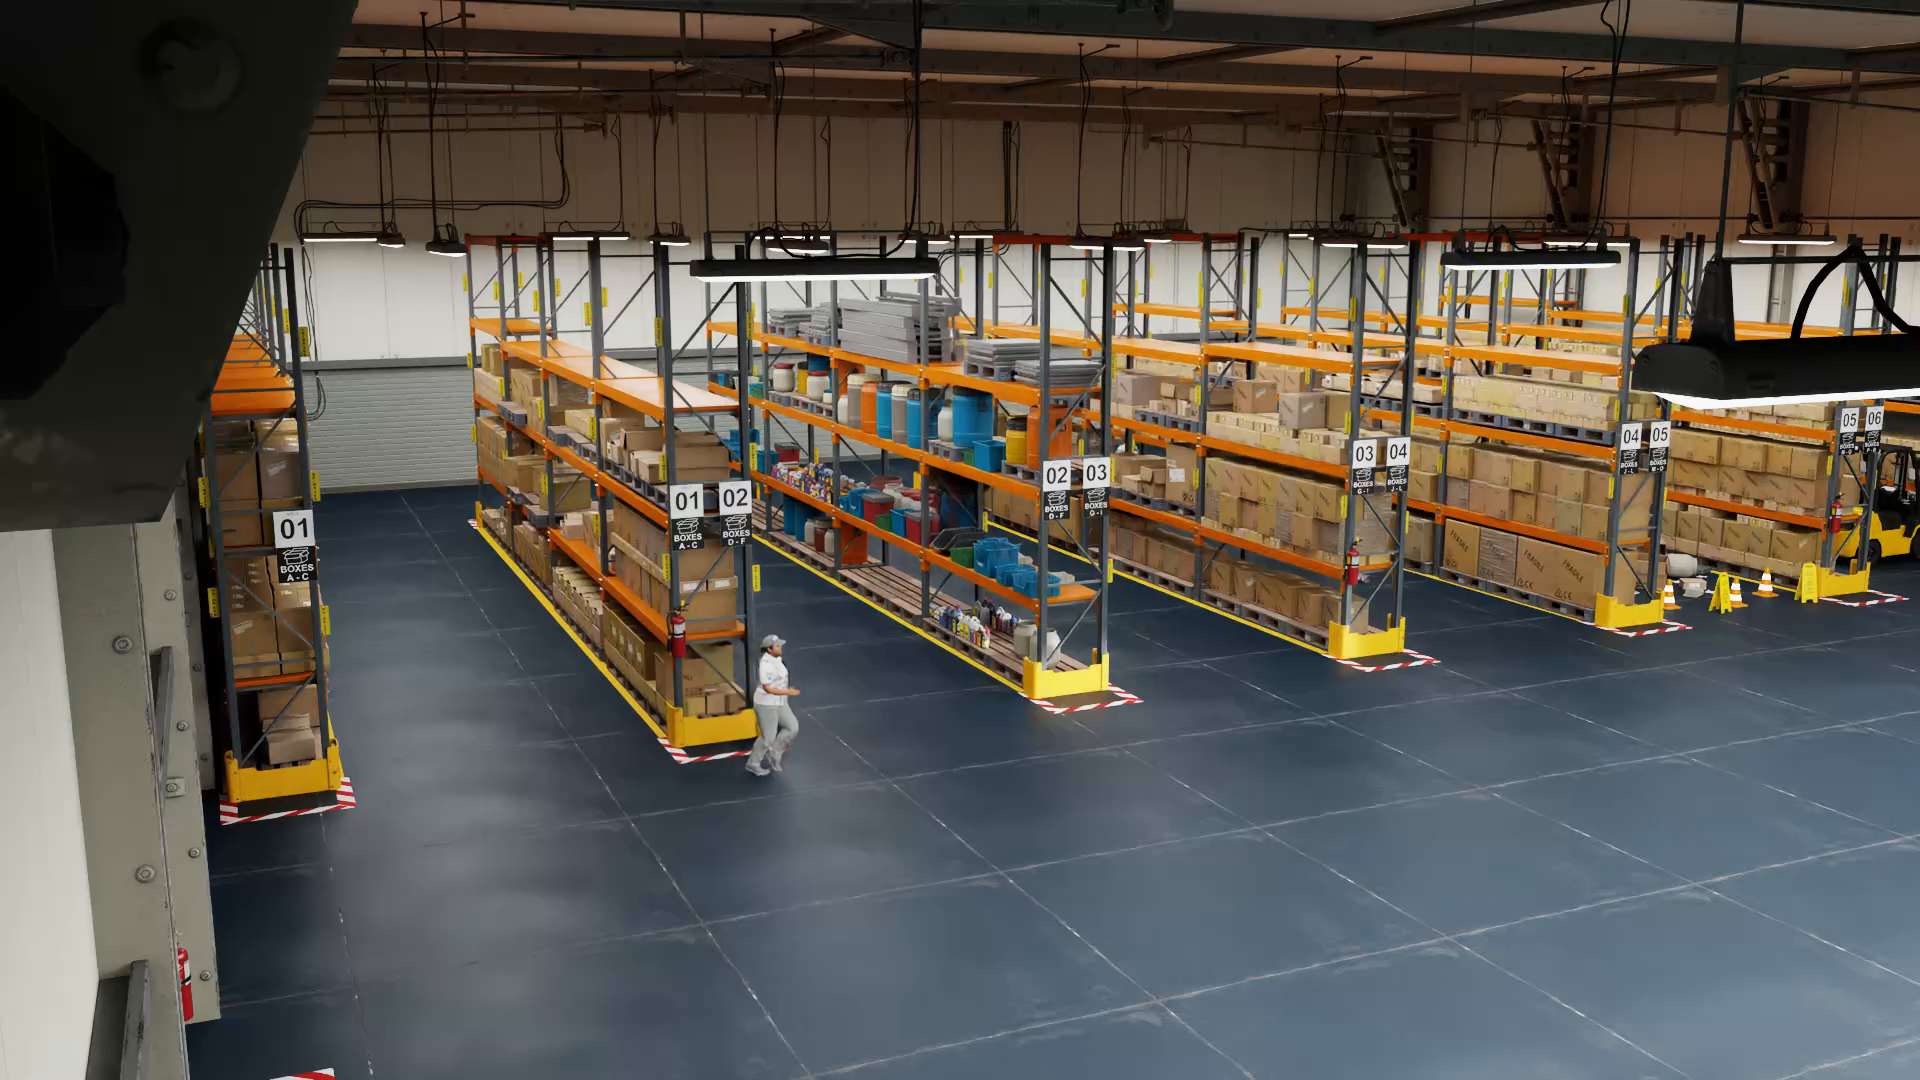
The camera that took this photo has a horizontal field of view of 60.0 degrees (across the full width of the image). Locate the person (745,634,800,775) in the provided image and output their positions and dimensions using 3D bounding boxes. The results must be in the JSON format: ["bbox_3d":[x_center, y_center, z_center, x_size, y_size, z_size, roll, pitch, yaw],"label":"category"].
[{"bbox_3d":[-2.133,1.902,19.073,0.671,1.695,0.628,2,11,10],"label":"person"}]

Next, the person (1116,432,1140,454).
[{"bbox_3d":[3.741,-1.585,36.982,0.638,1.669,0.548,-4,12,-20],"label":"person"}]

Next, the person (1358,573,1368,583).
[{"bbox_3d":[7.155,-0.041,29.140,0.519,1.578,0.625,-9,14,-39],"label":"person"}]
